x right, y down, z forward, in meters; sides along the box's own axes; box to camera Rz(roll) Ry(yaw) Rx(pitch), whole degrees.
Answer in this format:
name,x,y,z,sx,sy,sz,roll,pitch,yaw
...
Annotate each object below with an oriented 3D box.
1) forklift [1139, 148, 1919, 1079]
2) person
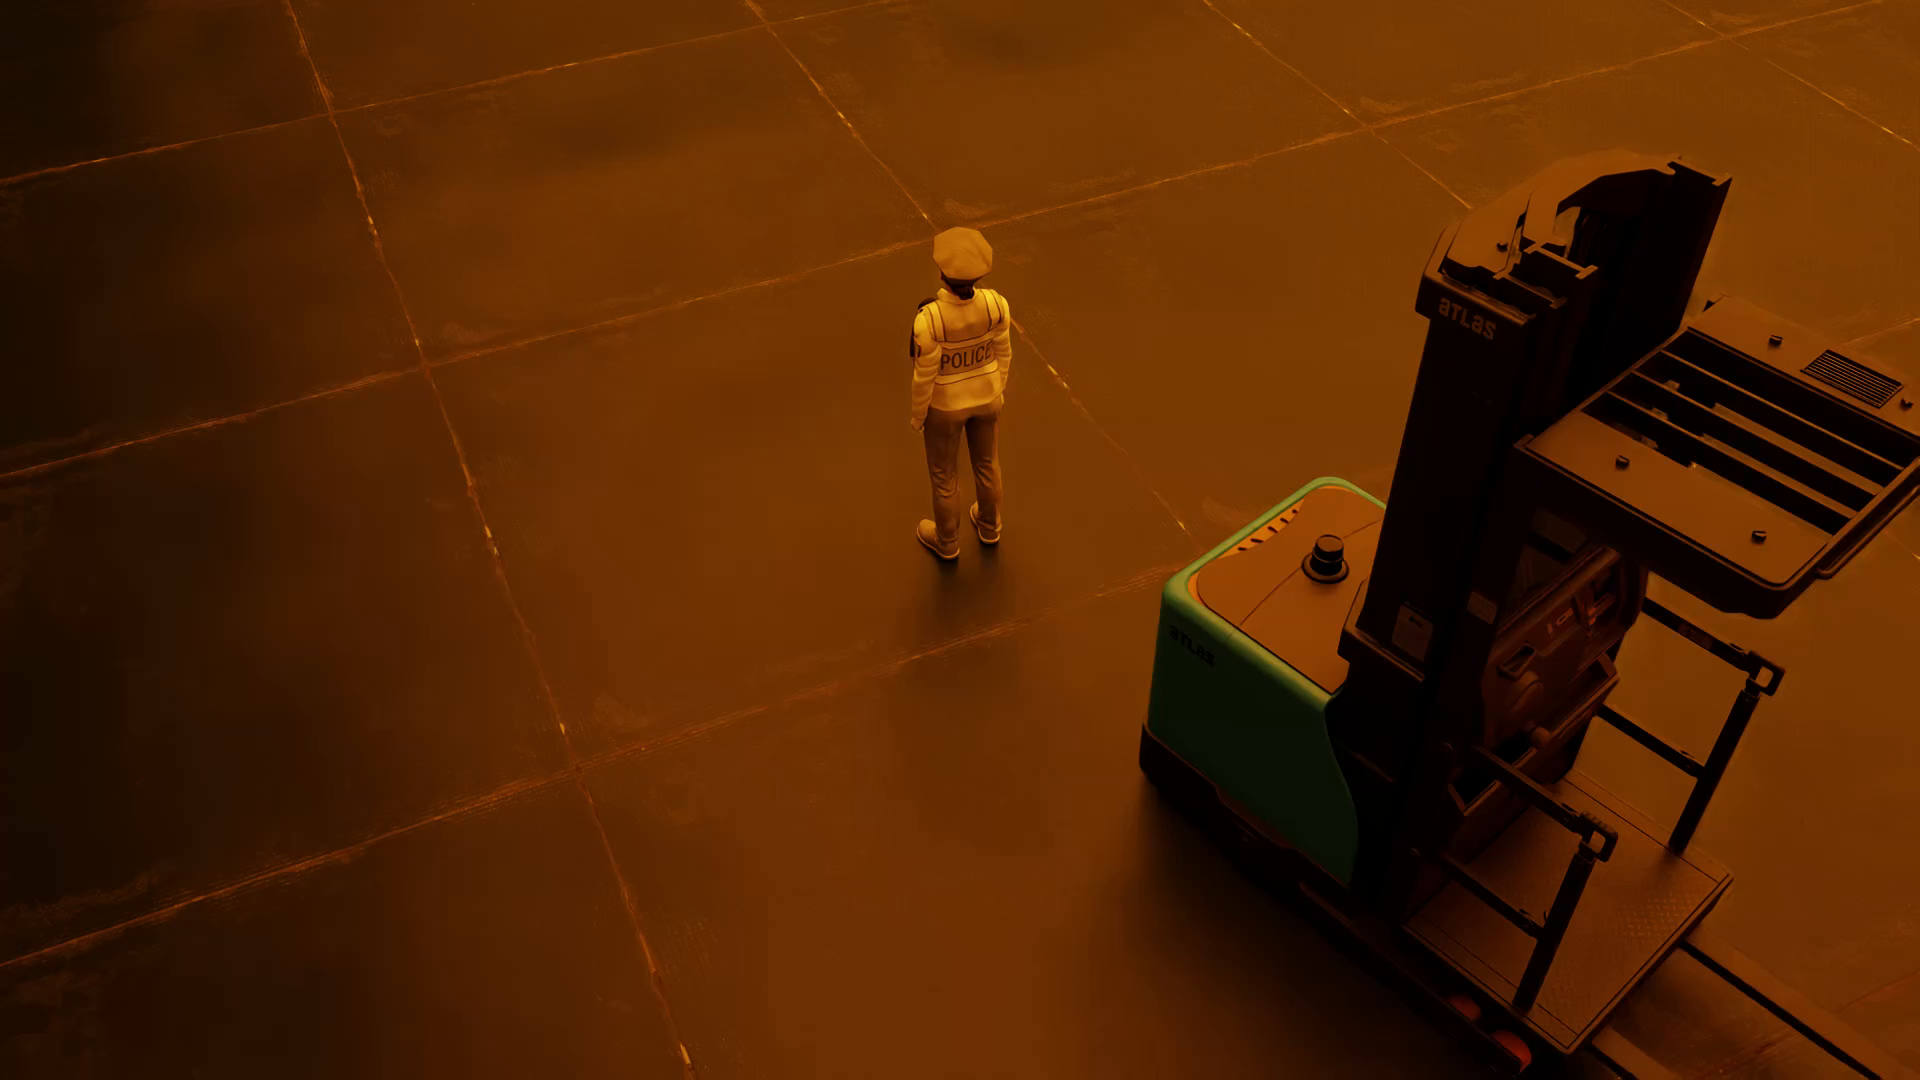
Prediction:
name,x,y,z,sx,sy,sz,roll,pitch,yaw
forklift,2.087,0.403,5.248,1.130,2.935,3.031,-32,52,-29
person,-0.005,-0.615,7.251,0.461,1.694,0.354,-18,46,-18
